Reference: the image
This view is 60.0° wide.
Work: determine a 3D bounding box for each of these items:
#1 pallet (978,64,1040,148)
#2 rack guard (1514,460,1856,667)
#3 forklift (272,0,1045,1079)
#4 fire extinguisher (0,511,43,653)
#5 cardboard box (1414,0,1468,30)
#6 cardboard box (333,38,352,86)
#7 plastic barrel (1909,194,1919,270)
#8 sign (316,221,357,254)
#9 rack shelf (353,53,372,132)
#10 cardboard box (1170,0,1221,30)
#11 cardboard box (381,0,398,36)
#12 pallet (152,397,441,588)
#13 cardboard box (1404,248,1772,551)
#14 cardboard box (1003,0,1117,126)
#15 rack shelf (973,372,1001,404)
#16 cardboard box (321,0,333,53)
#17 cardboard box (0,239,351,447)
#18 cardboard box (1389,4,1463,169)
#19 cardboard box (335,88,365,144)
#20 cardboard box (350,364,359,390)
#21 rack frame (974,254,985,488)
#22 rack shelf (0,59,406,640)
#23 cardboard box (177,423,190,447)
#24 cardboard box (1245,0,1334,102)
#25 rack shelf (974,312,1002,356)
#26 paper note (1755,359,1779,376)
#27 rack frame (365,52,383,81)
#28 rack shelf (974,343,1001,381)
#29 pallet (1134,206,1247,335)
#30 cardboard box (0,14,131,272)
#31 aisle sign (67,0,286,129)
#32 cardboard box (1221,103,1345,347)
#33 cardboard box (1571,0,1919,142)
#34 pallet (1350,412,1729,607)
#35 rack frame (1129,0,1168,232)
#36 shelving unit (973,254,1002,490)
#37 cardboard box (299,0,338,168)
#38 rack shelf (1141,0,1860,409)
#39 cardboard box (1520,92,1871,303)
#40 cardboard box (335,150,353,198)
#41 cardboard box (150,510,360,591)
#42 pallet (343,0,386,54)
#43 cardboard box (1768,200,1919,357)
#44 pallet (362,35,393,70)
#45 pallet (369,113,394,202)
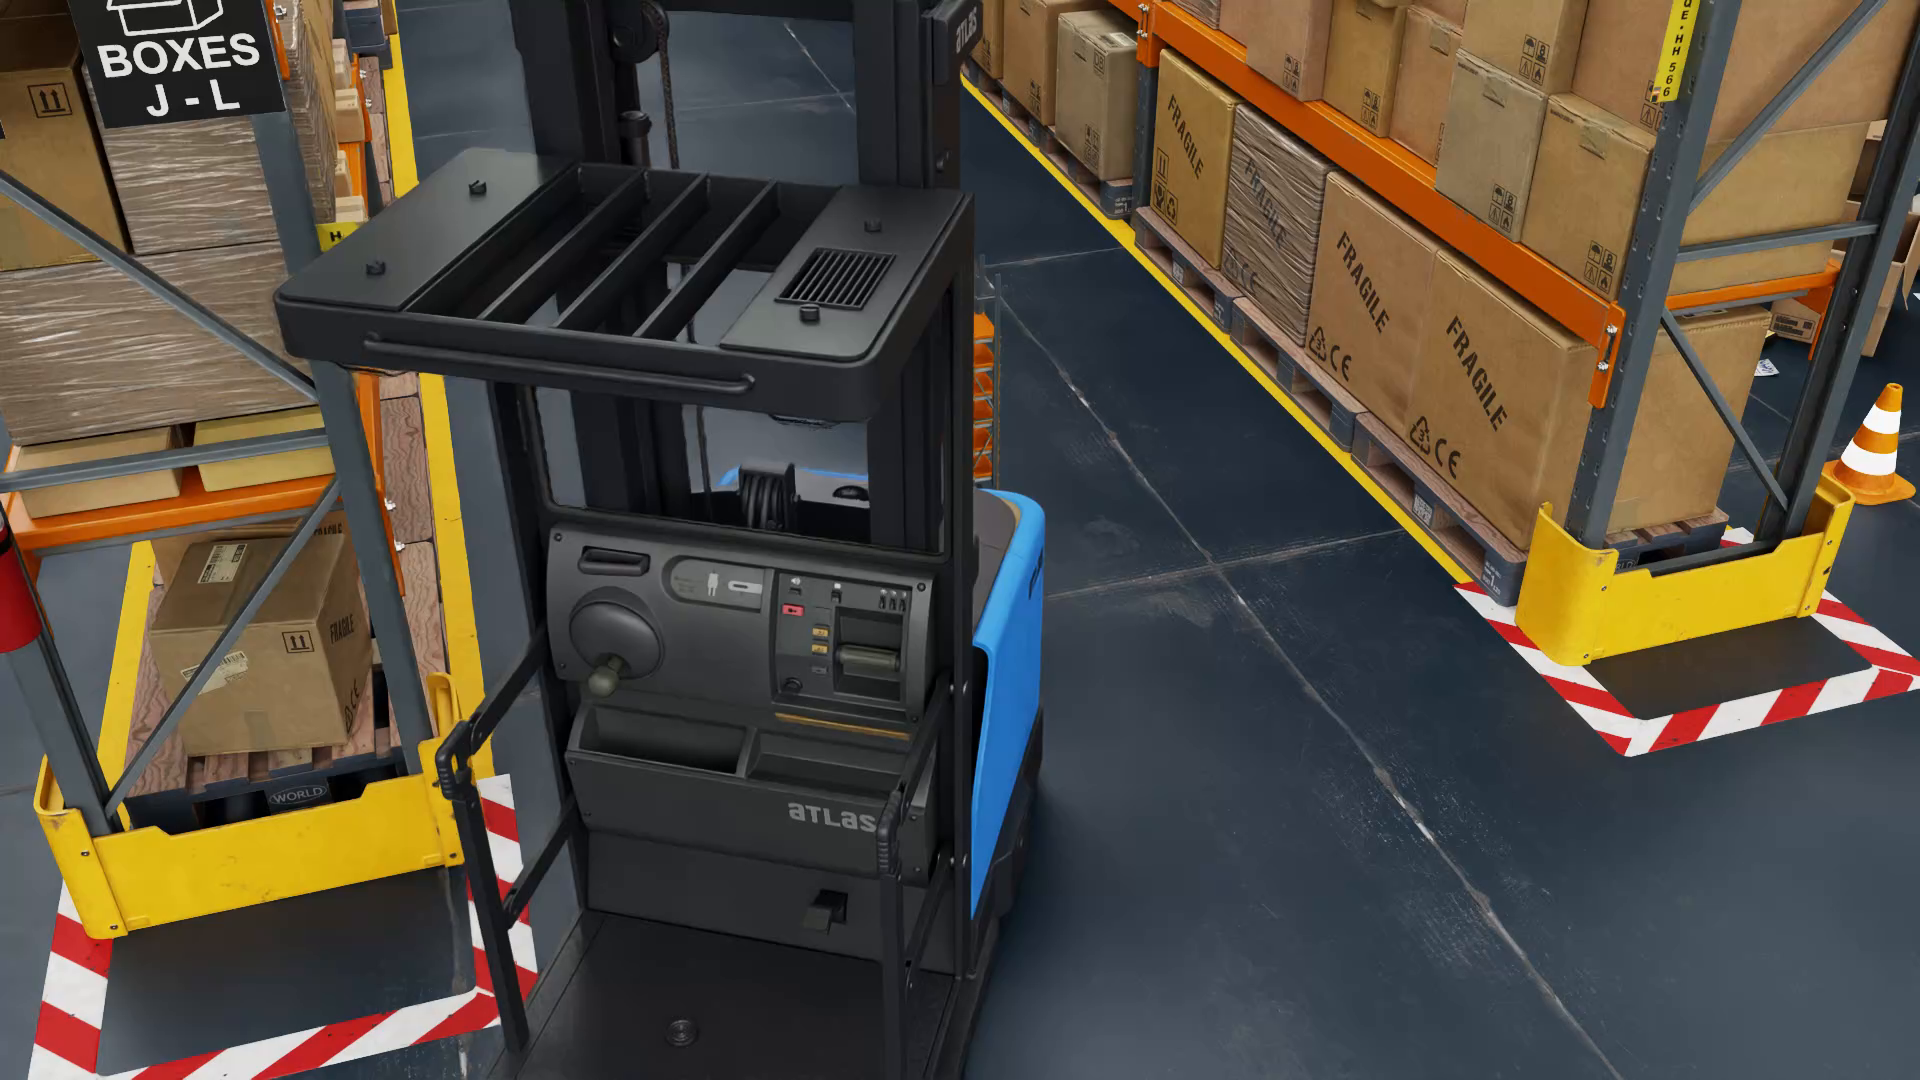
[{"bbox_3d":[0.775,-2.953,11.028,1.003,0.211,1.213,-10,35,-15],"label":"pallet"},{"bbox_3d":[2.685,0.073,6.186,1.175,0.500,0.348,-10,35,-15],"label":"rack guard"},{"bbox_3d":[-0.568,0.265,3.691,1.130,2.935,3.031,7,34,11],"label":"forklift"},{"bbox_3d":[-2.481,-0.031,4.147,0.296,0.674,0.183,-10,35,-15],"label":"fire extinguisher"},{"bbox_3d":[2.304,-2.287,6.374,0.875,0.550,0.550,-10,35,-15],"label":"cardboard box"},{"bbox_3d":[-2.951,-2.133,7.485,0.380,0.149,0.250,-10,35,-15],"label":"cardboard box"},{"bbox_3d":[5.289,-1.623,8.822,0.512,0.421,0.421,13,36,18],"label":"plastic barrel"},{"bbox_3d":[-1.560,-0.654,4.233,0.100,0.325,0.005,-10,35,-15],"label":"sign"},{"bbox_3d":[-3.907,-3.051,9.299,1.077,0.370,4.000,-10,35,-15],"label":"rack shelf"},{"bbox_3d":[1.581,-2.953,8.362,0.875,0.550,0.550,-10,35,-15],"label":"cardboard box"},{"bbox_3d":[-4.708,-4.056,11.714,1.225,0.875,0.875,-12,35,-17],"label":"cardboard box"},{"bbox_3d":[-2.683,-0.150,6.785,1.003,0.211,1.213,-10,35,-15],"label":"pallet"},{"bbox_3d":[2.408,-0.616,6.508,0.875,0.875,0.875,-10,35,-14],"label":"cardboard box"},{"bbox_3d":[0.892,-3.137,10.436,1.050,0.750,0.750,-10,35,-15],"label":"cardboard box"},{"bbox_3d":[0.004,-0.556,6.366,0.258,0.103,0.180,-10,35,-15],"label":"rack shelf"},{"bbox_3d":[-2.443,-1.906,5.647,0.500,0.500,0.500,-10,35,-15],"label":"cardboard box"},{"bbox_3d":[-2.218,-0.660,4.668,0.875,0.500,0.500,-10,35,-15],"label":"cardboard box"},{"bbox_3d":[2.282,-1.832,6.666,0.875,0.550,0.550,-10,35,-15],"label":"cardboard box"},{"bbox_3d":[-2.683,-1.746,6.900,0.380,0.149,0.250,-10,35,-15],"label":"cardboard box"},{"bbox_3d":[-2.057,-0.554,5.096,0.380,0.149,0.250,-10,35,-15],"label":"cardboard box"},{"bbox_3d":[-0.023,-0.541,6.480,0.240,1.200,0.006,-10,35,-15],"label":"rack frame"},{"bbox_3d":[-2.687,-0.951,6.121,1.077,0.370,4.000,-10,35,-15],"label":"rack shelf"},{"bbox_3d":[-2.436,-0.343,4.776,0.380,0.149,0.250,-10,35,-15],"label":"cardboard box"},{"bbox_3d":[1.823,-2.365,7.472,0.875,0.550,0.550,-10,35,-15],"label":"cardboard box"},{"bbox_3d":[0.004,-0.756,6.234,0.258,0.103,0.180,-10,35,-15],"label":"rack shelf"},{"bbox_3d":[3.829,-0.830,7.980,0.144,0.017,0.142,1,33,2],"label":"paper note"},{"bbox_3d":[-4.517,-4.401,10.690,1.000,3.000,0.127,-10,35,-15],"label":"rack frame"},{"bbox_3d":[0.004,-0.656,6.300,0.258,0.103,0.180,-10,35,-15],"label":"rack shelf"},{"bbox_3d":[1.615,-1.507,8.839,1.003,0.211,1.213,-10,35,-15],"label":"pallet"},{"bbox_3d":[-2.480,-1.031,4.323,0.500,0.500,0.500,-10,35,-15],"label":"cardboard box"},{"bbox_3d":[-1.772,-1.304,3.644,0.394,0.787,0.004,-10,35,-15],"label":"aisle sign"},{"bbox_3d":[1.861,-1.557,7.931,0.875,0.875,0.875,-10,35,-14],"label":"cardboard box"},{"bbox_3d":[2.601,-1.697,5.481,0.875,0.550,0.550,-10,35,-15],"label":"cardboard box"},{"bbox_3d":[2.359,-0.226,6.900,1.003,0.211,1.213,-10,35,-15],"label":"pallet"},{"bbox_3d":[1.458,-3.082,8.694,1.000,3.000,0.127,-10,35,-15],"label":"rack frame"},{"bbox_3d":[0.004,-0.493,6.408,0.258,1.200,0.189,-10,35,-15],"label":"shelving unit"},{"bbox_3d":[-2.131,-1.383,4.854,0.500,0.500,0.500,-10,35,-15],"label":"cardboard box"},{"bbox_3d":[2.068,-1.732,7.303,1.077,0.370,4.000,-10,35,-15],"label":"rack shelf"},{"bbox_3d":[2.521,-1.232,5.758,0.875,0.550,0.550,-10,35,-15],"label":"cardboard box"},{"bbox_3d":[-2.508,-1.343,6.290,0.380,0.149,0.250,-10,35,-15],"label":"cardboard box"},{"bbox_3d":[-2.466,0.028,5.874,0.500,0.500,0.500,-1,33,-2],"label":"cardboard box"},{"bbox_3d":[-3.391,-2.647,8.209,1.003,0.211,1.213,-10,35,-15],"label":"pallet"},{"bbox_3d":[4.414,-1.323,8.295,0.637,0.503,0.797,19,38,26],"label":"cardboard box"},{"bbox_3d":[-4.686,-3.665,12.104,1.003,0.211,1.213,-10,35,-15],"label":"pallet"},{"bbox_3d":[-3.912,-2.188,9.870,1.003,0.211,1.213,-10,35,-15],"label":"pallet"}]
